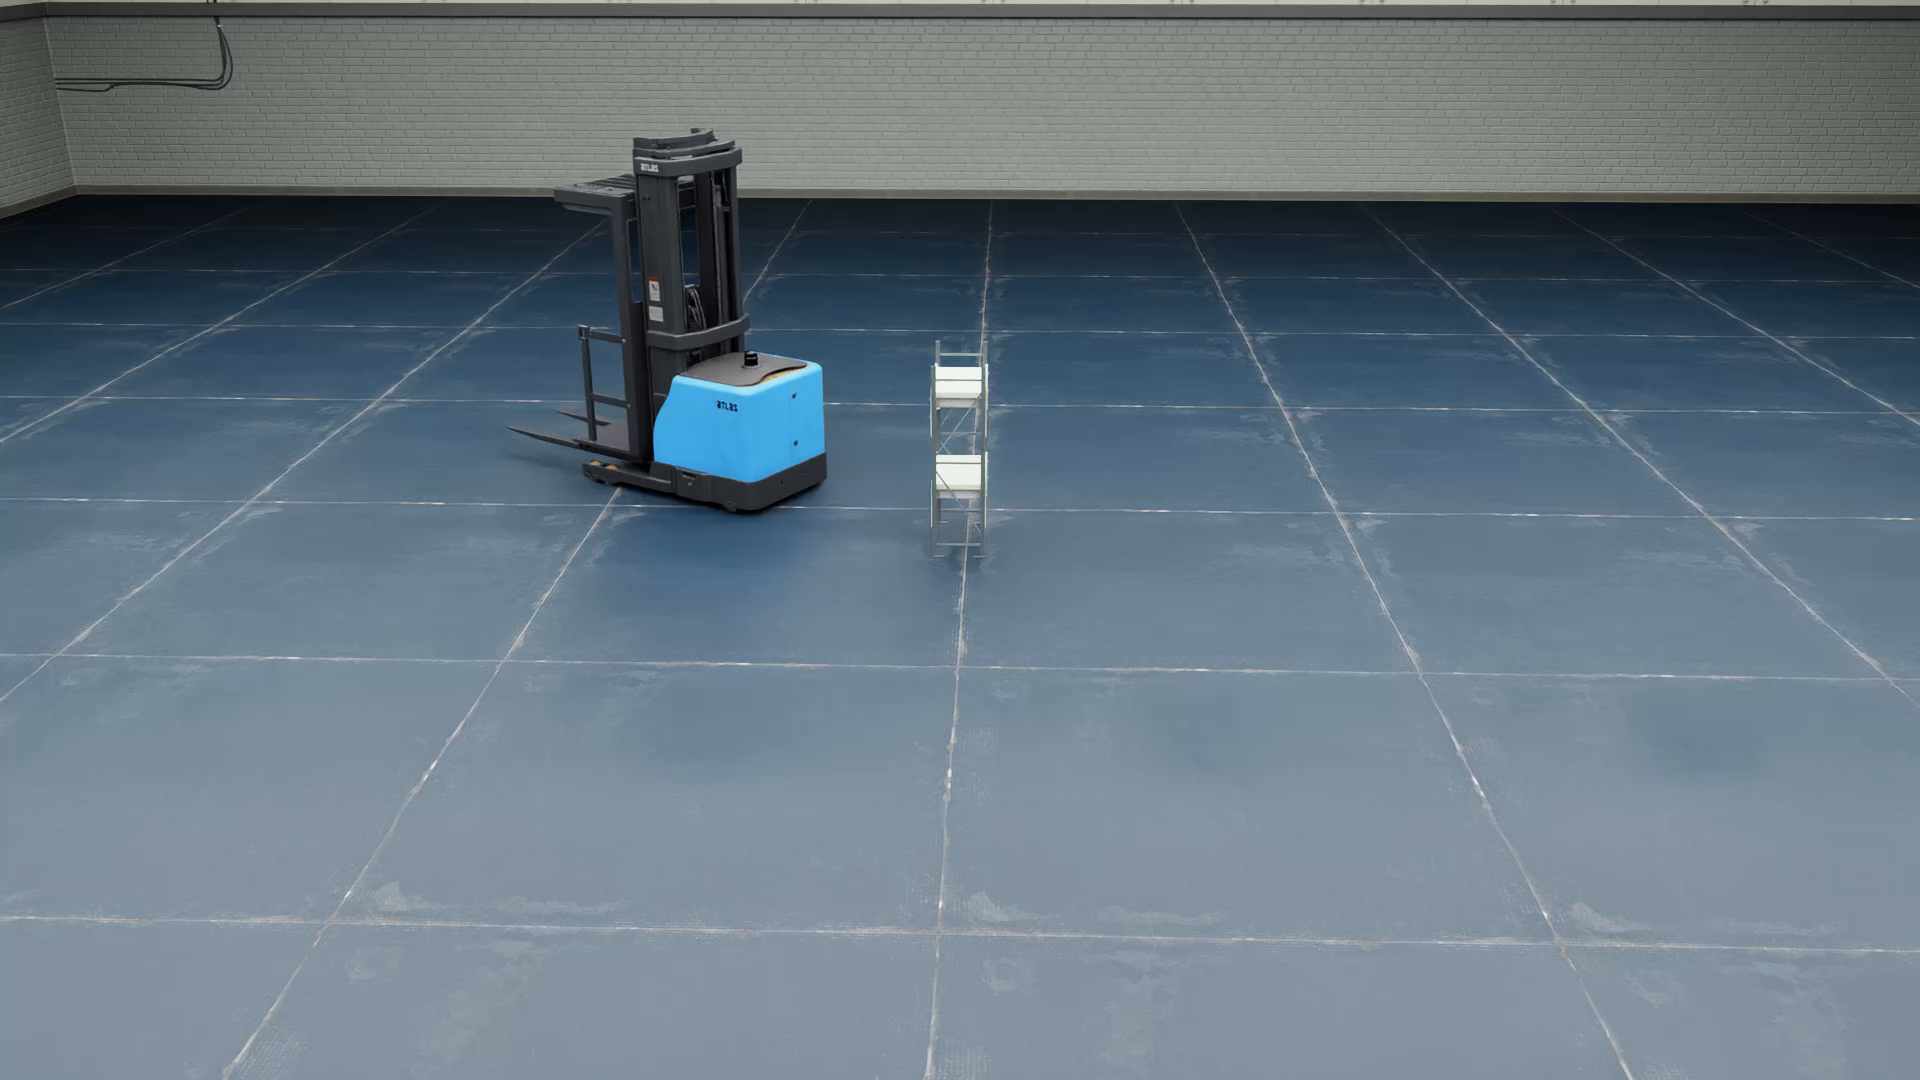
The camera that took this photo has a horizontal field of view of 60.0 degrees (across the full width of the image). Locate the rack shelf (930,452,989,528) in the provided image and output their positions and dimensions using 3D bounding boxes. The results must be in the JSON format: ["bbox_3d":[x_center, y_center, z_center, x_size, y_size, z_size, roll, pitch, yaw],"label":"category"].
[{"bbox_3d":[0.000,-0.398,12.882,0.431,0.370,0.720,1,21,2],"label":"rack shelf"}]

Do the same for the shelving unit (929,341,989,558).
[{"bbox_3d":[0.000,-0.702,12.764,0.431,1.500,0.755,1,21,2],"label":"shelving unit"}]

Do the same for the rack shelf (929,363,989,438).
[{"bbox_3d":[0.000,-1.065,12.623,0.431,0.370,0.720,1,21,2],"label":"rack shelf"}]

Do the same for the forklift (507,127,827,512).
[{"bbox_3d":[-2.648,-1.982,14.084,3.031,2.935,1.130,13,25,31],"label":"forklift"}]

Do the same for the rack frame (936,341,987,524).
[{"bbox_3d":[0.011,-0.834,13.105,0.400,1.500,0.023,1,21,2],"label":"rack frame"}]

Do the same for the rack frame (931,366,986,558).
[{"bbox_3d":[-0.011,-0.569,12.423,0.400,1.500,0.023,1,21,2],"label":"rack frame"}]

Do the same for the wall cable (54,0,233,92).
[{"bbox_3d":[-13.454,-8.559,26.940,3.097,2.526,0.112,1,21,2],"label":"wall cable"}]
